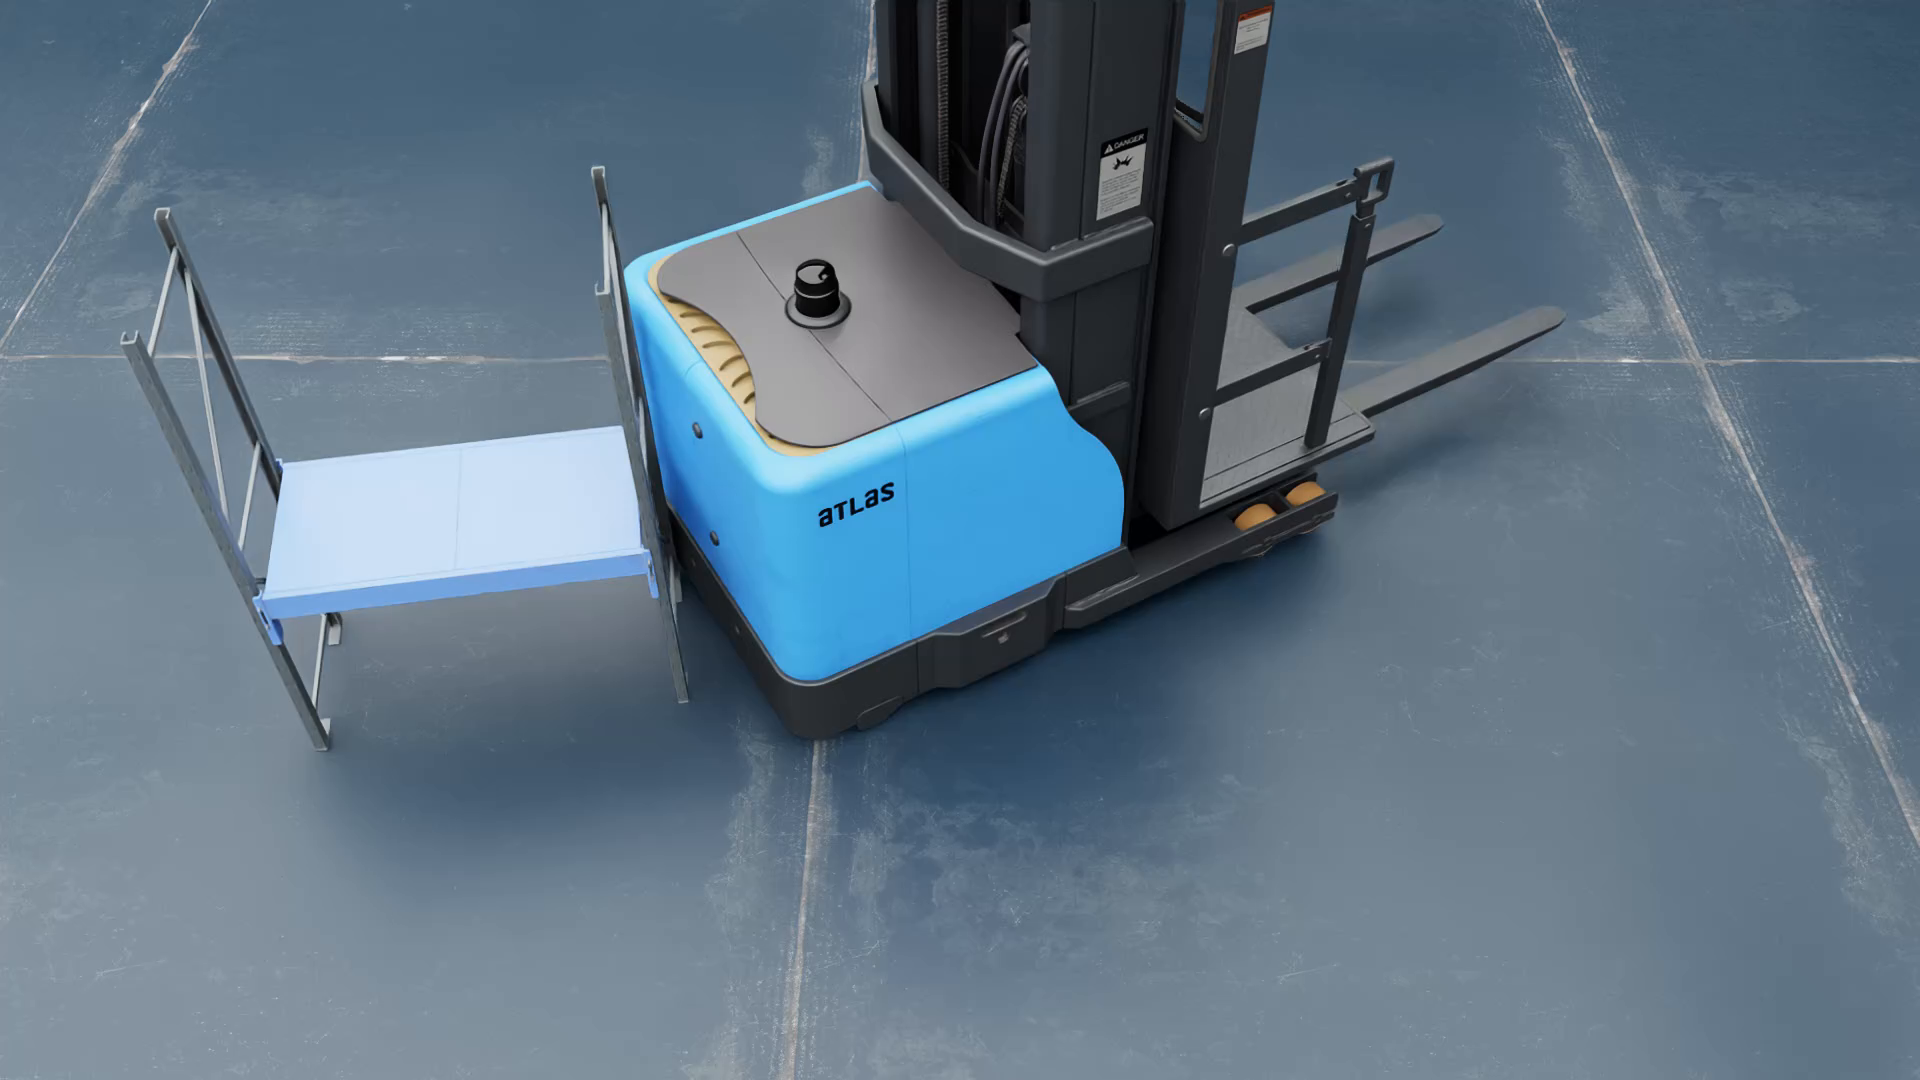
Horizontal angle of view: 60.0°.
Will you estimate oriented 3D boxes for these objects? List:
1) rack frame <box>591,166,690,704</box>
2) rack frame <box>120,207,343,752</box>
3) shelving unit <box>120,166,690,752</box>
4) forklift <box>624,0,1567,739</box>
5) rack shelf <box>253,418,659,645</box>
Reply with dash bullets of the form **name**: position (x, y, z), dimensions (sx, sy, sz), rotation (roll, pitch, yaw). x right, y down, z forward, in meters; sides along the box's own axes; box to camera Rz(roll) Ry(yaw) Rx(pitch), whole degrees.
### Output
- **rack frame**: position (-0.840, -0.218, 4.428), dimensions (0.032, 1.500, 0.500), rotation (-7, 47, -7)
- **rack frame**: position (-1.842, -0.094, 4.313), dimensions (0.032, 1.500, 0.500), rotation (-7, 47, -7)
- **shelving unit**: position (-1.341, -0.156, 4.370), dimensions (1.048, 1.500, 0.538), rotation (-7, 47, -7)
- **forklift**: position (0.595, -1.259, 4.420), dimensions (3.031, 2.935, 1.130), rotation (-23, 51, -20)
- **rack shelf**: position (-1.341, -0.033, 4.502), dimensions (1.000, 0.185, 0.538), rotation (-7, 47, -7)
